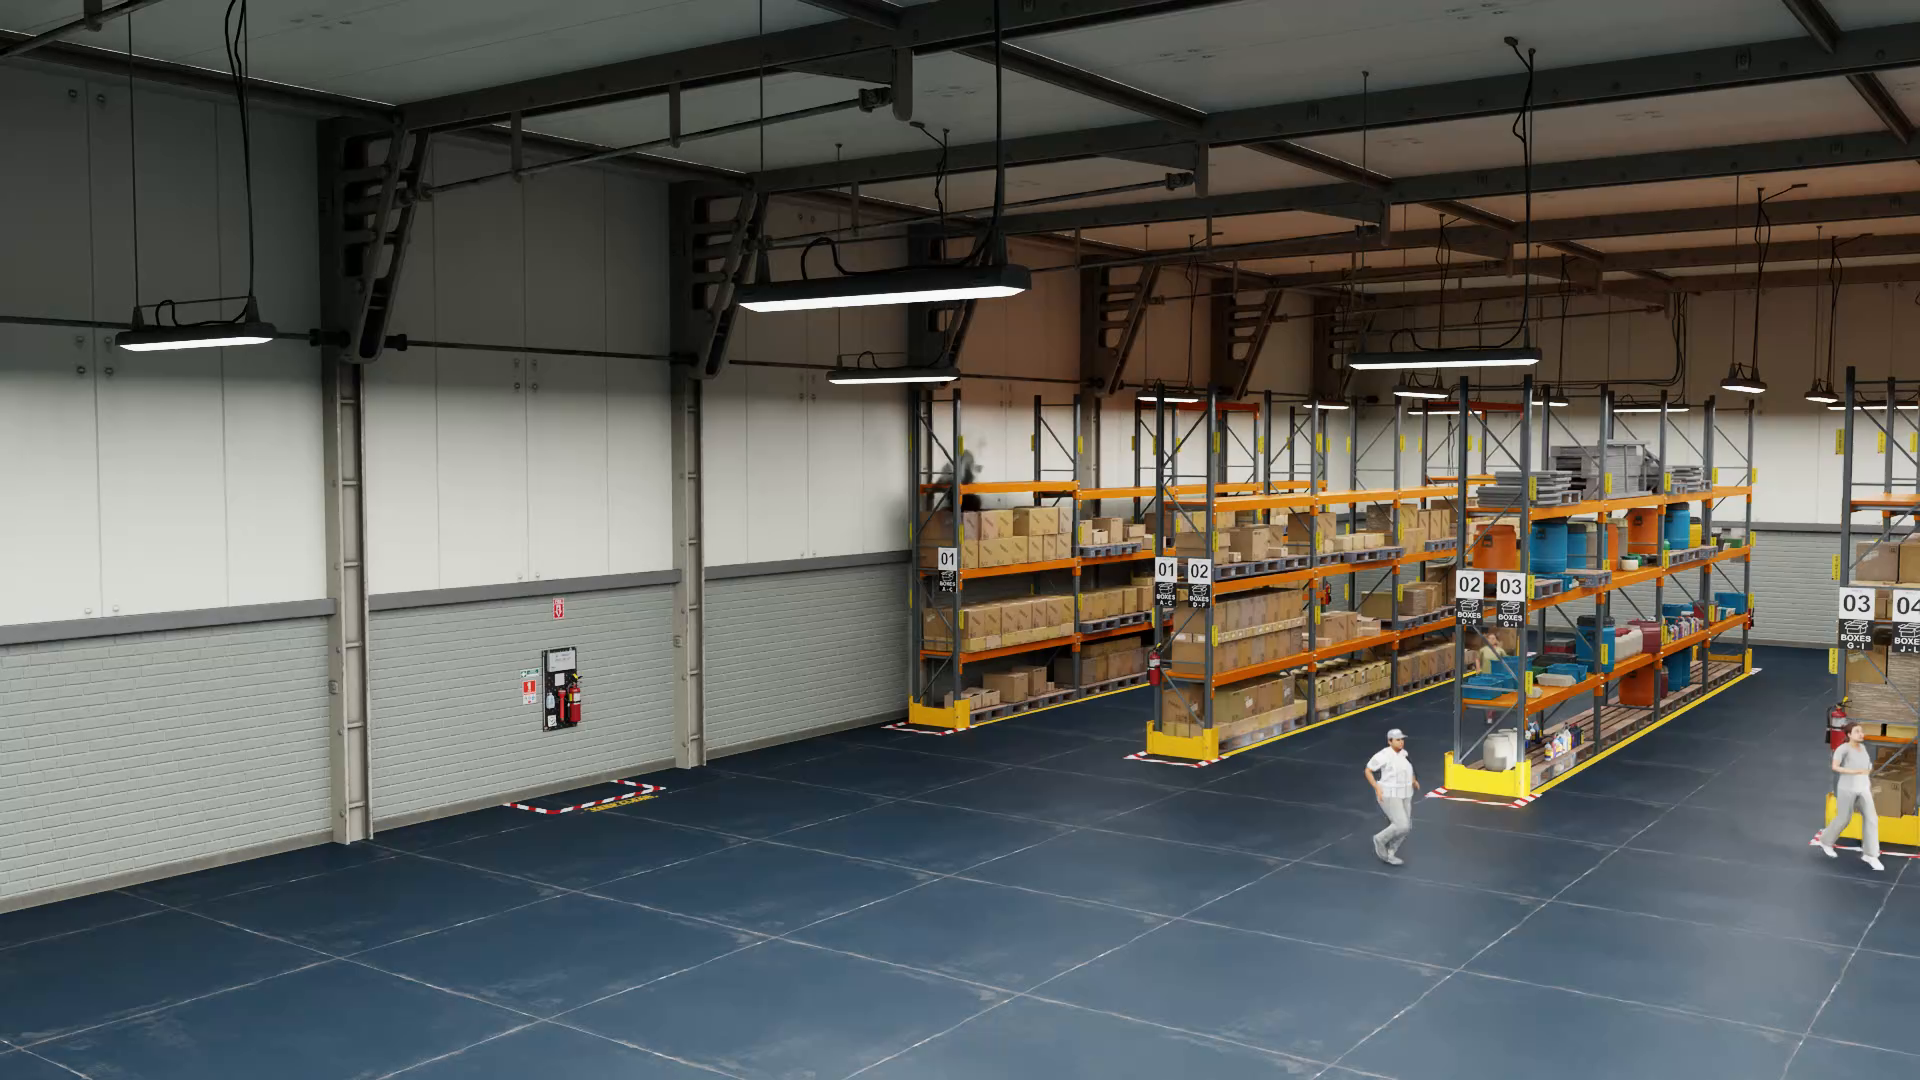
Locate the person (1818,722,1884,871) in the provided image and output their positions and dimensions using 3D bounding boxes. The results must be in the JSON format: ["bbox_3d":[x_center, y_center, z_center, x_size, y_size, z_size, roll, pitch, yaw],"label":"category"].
[{"bbox_3d":[10.650,3.017,19.840,0.573,1.696,0.844,-1,3,-14],"label":"person"}]

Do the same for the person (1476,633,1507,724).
[{"bbox_3d":[9.614,2.482,30.059,0.581,1.626,0.565,1,4,22],"label":"person"}]

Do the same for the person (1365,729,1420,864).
[{"bbox_3d":[5.207,3.059,19.771,0.606,1.620,0.556,-2,4,-32],"label":"person"}]
